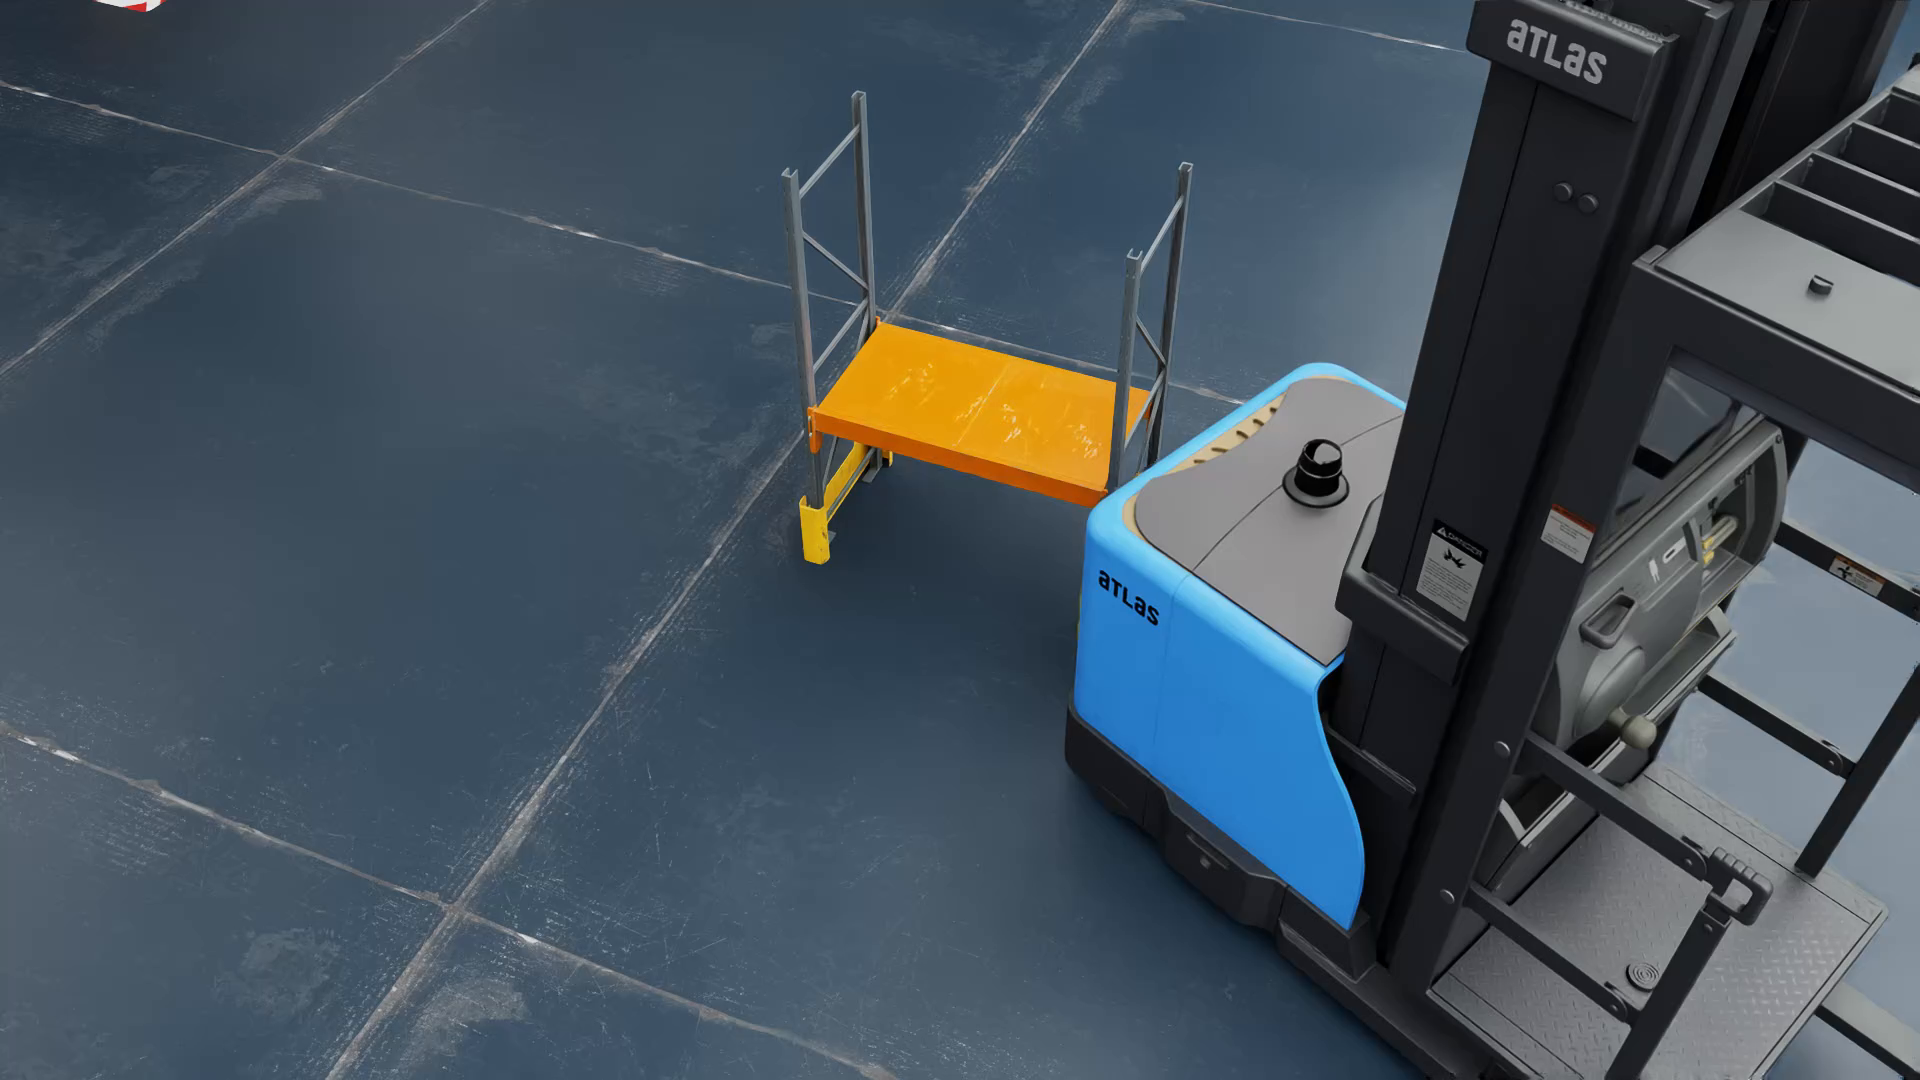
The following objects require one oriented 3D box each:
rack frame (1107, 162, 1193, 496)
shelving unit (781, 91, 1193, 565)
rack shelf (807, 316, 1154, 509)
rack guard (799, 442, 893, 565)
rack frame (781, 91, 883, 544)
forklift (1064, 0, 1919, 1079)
[{"bbox_3d":[0.548,-0.370,5.059,0.032,1.500,0.500,16,47,16],"label":"rack frame"},{"bbox_3d":[0.070,-0.511,5.200,1.083,1.500,0.587,16,47,16],"label":"shelving unit"},{"bbox_3d":[0.079,-0.381,5.325,1.000,0.185,0.538,16,47,16],"label":"rack shelf"},{"bbox_3d":[-0.389,-0.203,5.777,0.087,0.250,0.587,16,47,16],"label":"rack guard"},{"bbox_3d":[-0.390,-0.647,5.336,0.032,1.500,0.500,16,47,16],"label":"rack frame"},{"bbox_3d":[1.684,0.181,3.490,1.130,2.935,3.031,-33,54,-29],"label":"forklift"}]
